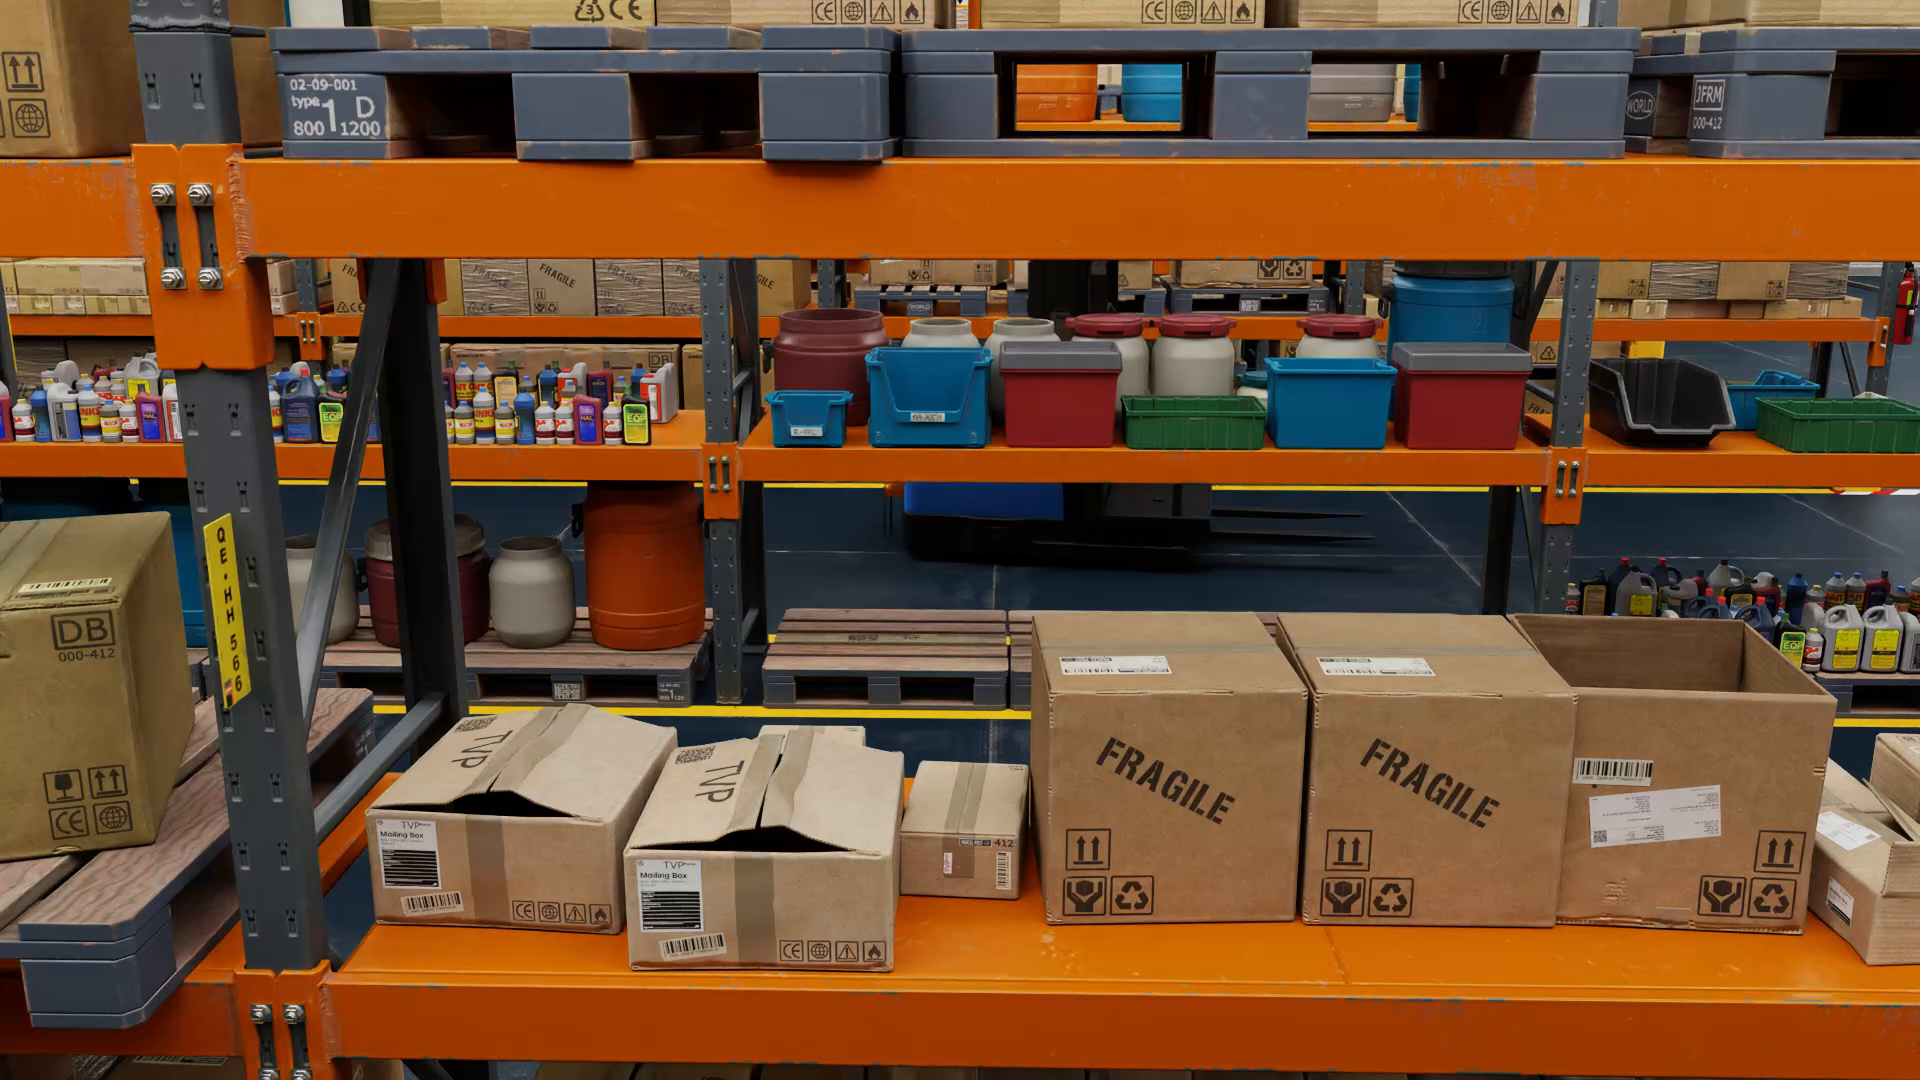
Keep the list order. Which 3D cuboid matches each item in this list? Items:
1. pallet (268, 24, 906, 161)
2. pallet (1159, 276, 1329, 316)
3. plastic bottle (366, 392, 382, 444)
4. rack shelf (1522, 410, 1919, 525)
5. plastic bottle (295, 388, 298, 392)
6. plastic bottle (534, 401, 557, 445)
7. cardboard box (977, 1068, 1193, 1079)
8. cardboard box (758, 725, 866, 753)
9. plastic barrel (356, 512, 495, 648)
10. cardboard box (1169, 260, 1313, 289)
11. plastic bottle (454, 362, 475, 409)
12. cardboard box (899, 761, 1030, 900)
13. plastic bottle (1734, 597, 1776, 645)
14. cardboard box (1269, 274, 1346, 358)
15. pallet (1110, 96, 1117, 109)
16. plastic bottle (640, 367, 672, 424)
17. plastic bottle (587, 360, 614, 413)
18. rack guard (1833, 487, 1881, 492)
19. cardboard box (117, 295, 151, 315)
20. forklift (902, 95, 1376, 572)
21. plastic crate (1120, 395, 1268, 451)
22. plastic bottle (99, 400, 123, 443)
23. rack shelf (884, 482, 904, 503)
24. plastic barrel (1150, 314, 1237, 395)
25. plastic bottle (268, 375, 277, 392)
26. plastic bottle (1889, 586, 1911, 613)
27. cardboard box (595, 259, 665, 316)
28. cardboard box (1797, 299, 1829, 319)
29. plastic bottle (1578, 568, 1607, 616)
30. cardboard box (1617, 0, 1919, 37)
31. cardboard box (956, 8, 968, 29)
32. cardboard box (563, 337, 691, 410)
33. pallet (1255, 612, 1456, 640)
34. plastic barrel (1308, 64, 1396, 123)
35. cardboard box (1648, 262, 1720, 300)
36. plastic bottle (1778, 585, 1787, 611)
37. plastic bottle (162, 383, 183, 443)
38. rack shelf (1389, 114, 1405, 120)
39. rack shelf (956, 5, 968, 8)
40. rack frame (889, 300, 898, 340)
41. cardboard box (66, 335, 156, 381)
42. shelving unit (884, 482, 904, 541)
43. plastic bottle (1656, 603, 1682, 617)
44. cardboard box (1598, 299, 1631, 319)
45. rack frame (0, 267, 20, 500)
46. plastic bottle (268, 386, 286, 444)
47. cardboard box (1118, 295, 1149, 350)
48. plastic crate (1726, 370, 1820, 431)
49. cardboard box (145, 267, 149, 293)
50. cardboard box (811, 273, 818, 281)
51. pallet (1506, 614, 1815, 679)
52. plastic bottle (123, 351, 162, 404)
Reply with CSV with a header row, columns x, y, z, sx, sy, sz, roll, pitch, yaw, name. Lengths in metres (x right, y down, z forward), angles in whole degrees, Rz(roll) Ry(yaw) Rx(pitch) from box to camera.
x,y,z,sx,sy,sz,roll,pitch,yaw,name
-0.581,-0.871,3.253,1.003,0.211,1.213,1,15,4,pallet
2.233,-1.944,13.203,1.213,0.211,1.003,0,15,1,pallet
-2.848,-0.646,8.006,0.185,0.351,0.144,0,15,1,plastic bottle
4.866,-0.370,8.273,4.000,0.370,1.077,0,15,1,rack shelf
-3.206,-0.641,8.142,0.097,0.271,0.097,0,15,0,plastic bottle
-1.990,-0.562,7.981,0.097,0.201,0.097,0,15,0,plastic bottle
0.292,1.308,3.971,0.500,0.311,0.500,0,15,1,cardboard box
-0.356,0.563,3.819,0.250,0.149,0.380,0,15,1,cardboard box
-2.750,0.200,8.607,0.708,0.588,0.600,0,15,1,plastic barrel
2.203,-2.528,13.043,1.000,1.000,1.000,0,15,2,cardboard box
-2.595,-0.794,8.722,0.097,0.271,0.097,0,15,0,plastic bottle
0.014,0.621,3.597,0.250,0.149,0.380,1,15,6,cardboard box
3.852,0.449,8.087,0.185,0.351,0.144,0,15,-1,plastic bottle
3.848,-2.412,17.945,0.875,0.875,0.875,1,15,2,cardboard box
1.595,-5.918,22.380,1.003,0.211,1.213,0,15,1,pallet
-1.560,-0.744,8.522,0.135,0.276,0.152,0,15,1,plastic bottle
-1.883,-0.800,8.720,0.133,0.283,0.061,0,15,1,plastic bottle
6.916,-0.760,13.241,0.348,0.500,1.175,0,15,1,rack guard
-6.346,-1.850,12.964,0.250,0.149,0.380,1,15,2,cardboard box
1.184,-1.358,10.743,3.031,2.935,1.130,2,15,8,forklift
1.119,-0.568,8.028,0.662,0.188,0.450,0,15,1,plastic crate
-4.099,-0.576,8.034,0.097,0.201,0.097,0,15,0,plastic bottle
-0.401,-0.322,11.323,0.180,0.103,0.258,2,15,8,rack shelf
1.183,-0.864,8.467,0.433,0.535,0.433,0,15,0,plastic barrel
-3.608,-0.767,8.756,0.097,0.201,0.097,0,15,0,plastic bottle
4.958,0.343,8.782,0.097,0.201,0.097,0,15,0,plastic bottle
-2.522,-2.016,12.905,0.500,0.500,0.500,0,15,0,cardboard box
6.452,-1.798,12.766,0.250,0.149,0.380,0,15,1,cardboard box
3.356,0.289,8.828,0.133,0.283,0.061,1,15,4,plastic bottle
1.572,-1.058,3.062,0.500,0.250,0.500,-1,15,-4,cardboard box
-0.035,-3.688,12.382,0.500,0.500,0.500,0,15,2,cardboard box
-2.585,-1.214,13.401,0.875,0.875,1.225,0,15,2,cardboard box
2.081,0.622,8.569,1.213,0.211,1.003,0,15,1,pallet
1.699,-2.376,7.603,0.600,0.901,0.600,0,15,0,plastic barrel
5.441,-2.158,12.860,0.500,0.500,0.875,0,15,1,cardboard box
4.314,0.339,8.798,0.097,0.201,0.097,0,15,0,plastic bottle
-3.752,-0.617,8.042,0.135,0.276,0.152,0,15,1,plastic bottle
4.993,-3.084,12.678,4.000,0.370,1.077,0,15,1,rack shelf
1.247,-6.894,22.024,4.000,0.370,1.077,0,15,1,rack shelf
-0.778,-3.284,17.909,0.127,3.000,1.000,0,15,1,rack frame
-6.561,-1.253,13.550,0.875,0.875,0.875,0,15,1,cardboard box
-0.401,-0.597,11.251,0.189,1.200,0.258,2,15,8,shelving unit
3.500,0.451,8.211,0.133,0.283,0.061,0,15,1,plastic bottle
4.952,-1.798,12.768,0.250,0.149,0.380,0,15,1,cardboard box
-5.130,-0.783,8.429,0.127,3.000,1.000,0,15,1,rack frame
-3.307,-0.605,8.005,0.097,0.271,0.097,0,15,0,plastic bottle
1.634,-2.362,18.000,0.750,0.750,1.050,0,15,1,cardboard box
3.980,-0.721,8.485,0.616,0.251,0.499,0,15,1,plastic crate
-5.969,-2.056,12.965,0.500,0.250,0.500,1,15,3,cardboard box
-2.332,-3.756,23.037,0.875,0.875,0.875,1,15,2,cardboard box
3.537,0.632,8.530,1.213,0.211,1.003,0,15,1,pallet
-4.207,-0.800,8.589,0.185,0.351,0.144,0,15,1,plastic bottle
